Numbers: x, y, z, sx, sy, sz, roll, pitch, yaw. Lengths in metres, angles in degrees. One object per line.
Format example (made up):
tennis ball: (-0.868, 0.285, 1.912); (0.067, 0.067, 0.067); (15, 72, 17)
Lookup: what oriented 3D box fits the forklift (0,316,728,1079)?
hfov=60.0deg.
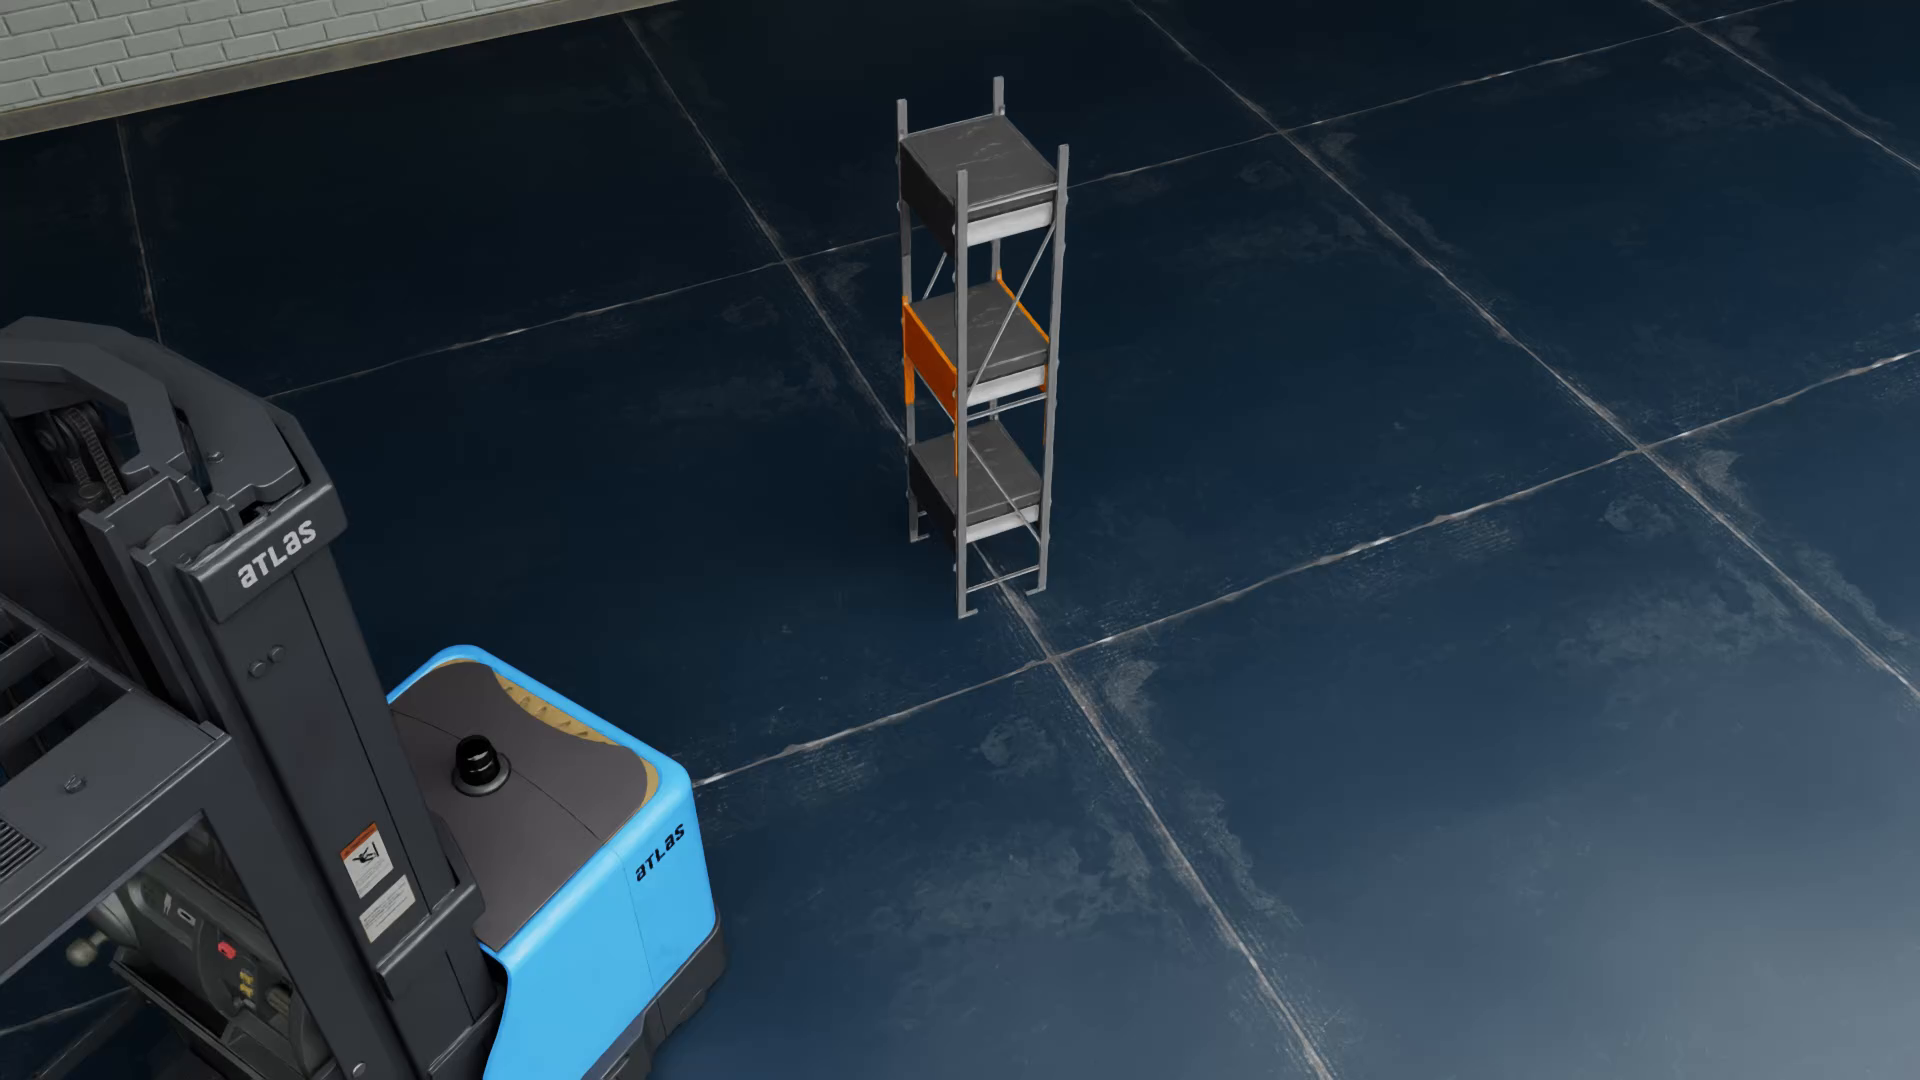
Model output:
forklift: (-2.018, 1.076, 3.941); (1.130, 2.935, 3.031); (25, 50, 23)

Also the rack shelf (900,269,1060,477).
rack shelf: (0.070, -0.632, 6.284); (0.431, 0.518, 0.480); (-18, 47, -17)

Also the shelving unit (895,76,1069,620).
shelving unit: (0.070, -0.642, 6.274); (0.431, 2.100, 0.503); (-18, 47, -17)

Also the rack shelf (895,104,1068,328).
rack shelf: (0.070, -1.130, 5.792); (0.431, 0.518, 0.480); (-18, 47, -17)

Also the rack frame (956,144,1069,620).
rack frame: (0.172, -0.486, 6.117); (0.400, 2.100, 0.015); (-18, 47, -17)

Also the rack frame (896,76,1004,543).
rack frame: (-0.033, -0.797, 6.432); (0.400, 2.100, 0.015); (-18, 47, -17)

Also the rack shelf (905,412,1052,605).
rack shelf: (0.070, -0.134, 6.776); (0.431, 0.518, 0.480); (-18, 47, -17)
